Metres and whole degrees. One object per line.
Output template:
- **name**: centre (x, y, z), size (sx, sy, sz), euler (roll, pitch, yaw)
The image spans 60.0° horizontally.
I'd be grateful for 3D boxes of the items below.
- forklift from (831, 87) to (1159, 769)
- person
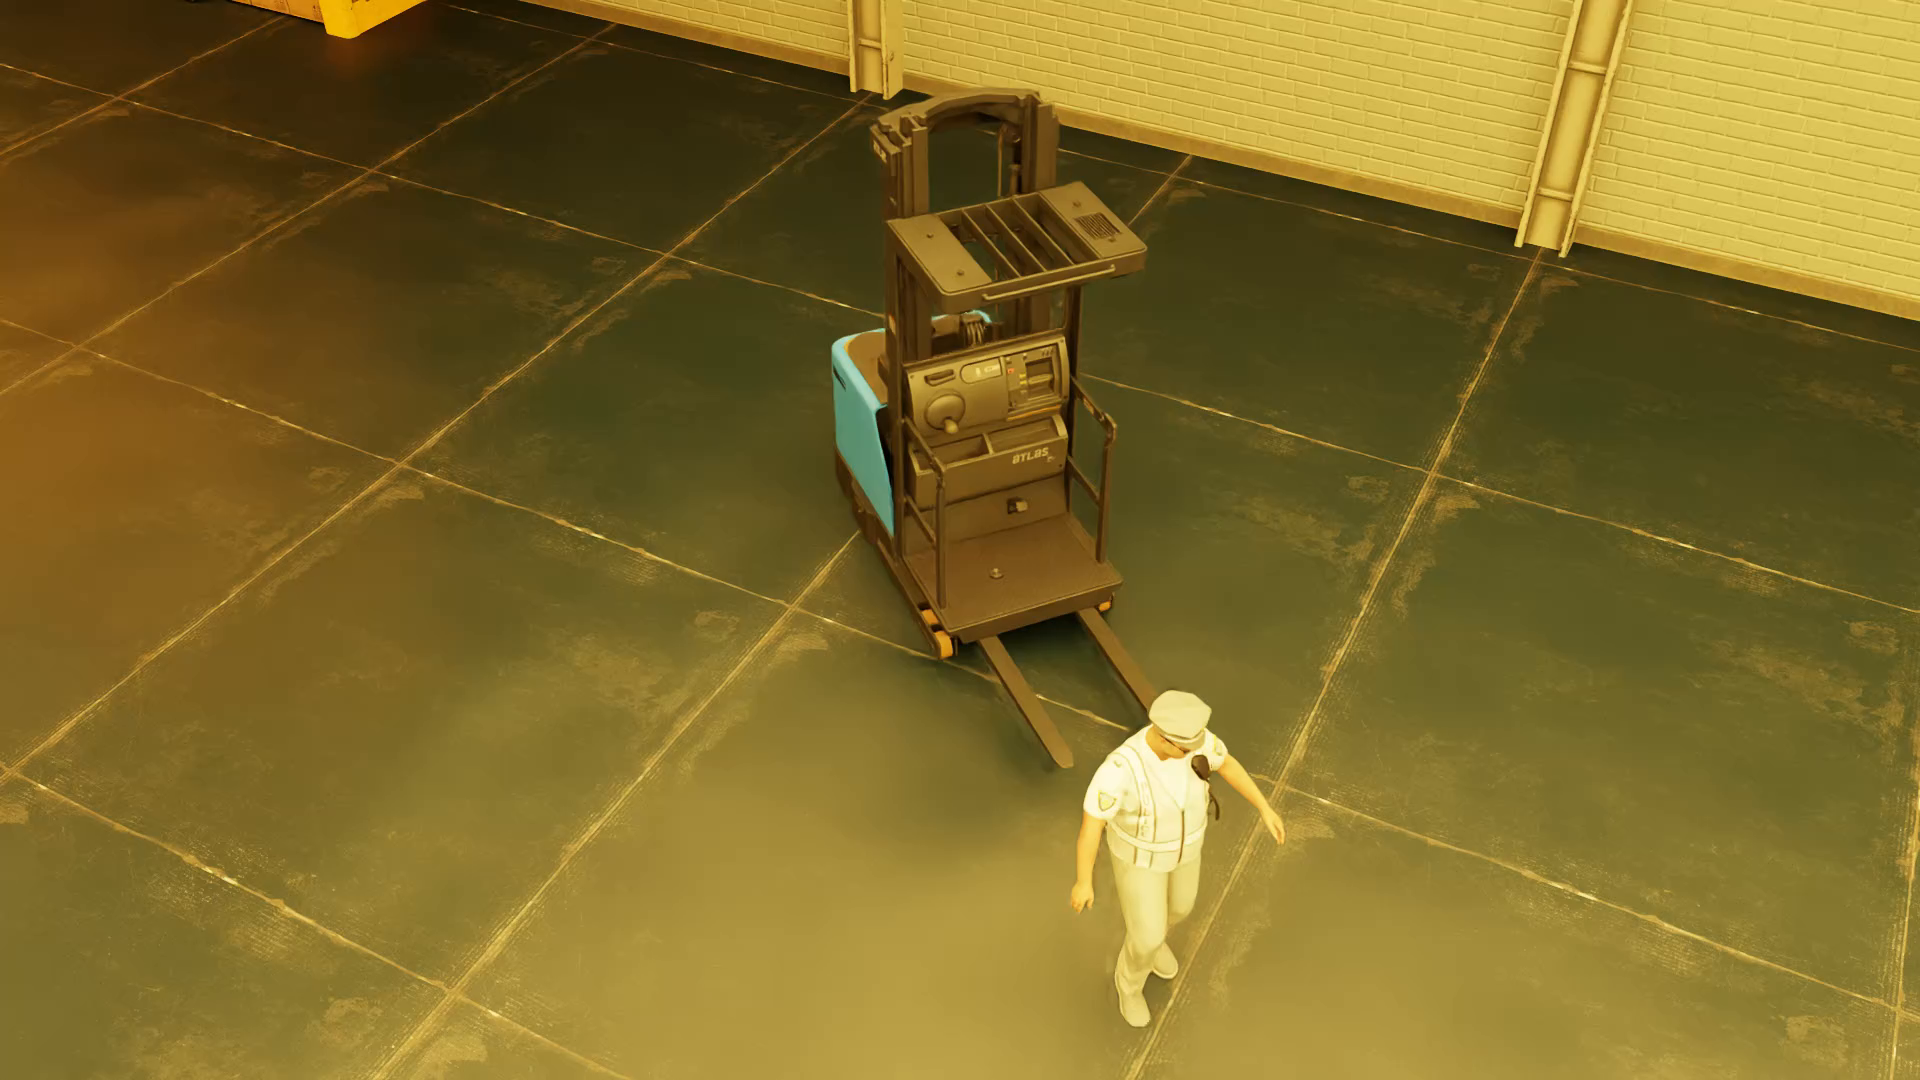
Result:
- **forklift**: centre (0.246, -0.760, 8.889), size (1.130, 2.935, 3.031), euler (-15, 42, -17)
- **person**: centre (0.898, 1.400, 7.314), size (0.962, 1.785, 0.535), euler (-19, 44, -21)
